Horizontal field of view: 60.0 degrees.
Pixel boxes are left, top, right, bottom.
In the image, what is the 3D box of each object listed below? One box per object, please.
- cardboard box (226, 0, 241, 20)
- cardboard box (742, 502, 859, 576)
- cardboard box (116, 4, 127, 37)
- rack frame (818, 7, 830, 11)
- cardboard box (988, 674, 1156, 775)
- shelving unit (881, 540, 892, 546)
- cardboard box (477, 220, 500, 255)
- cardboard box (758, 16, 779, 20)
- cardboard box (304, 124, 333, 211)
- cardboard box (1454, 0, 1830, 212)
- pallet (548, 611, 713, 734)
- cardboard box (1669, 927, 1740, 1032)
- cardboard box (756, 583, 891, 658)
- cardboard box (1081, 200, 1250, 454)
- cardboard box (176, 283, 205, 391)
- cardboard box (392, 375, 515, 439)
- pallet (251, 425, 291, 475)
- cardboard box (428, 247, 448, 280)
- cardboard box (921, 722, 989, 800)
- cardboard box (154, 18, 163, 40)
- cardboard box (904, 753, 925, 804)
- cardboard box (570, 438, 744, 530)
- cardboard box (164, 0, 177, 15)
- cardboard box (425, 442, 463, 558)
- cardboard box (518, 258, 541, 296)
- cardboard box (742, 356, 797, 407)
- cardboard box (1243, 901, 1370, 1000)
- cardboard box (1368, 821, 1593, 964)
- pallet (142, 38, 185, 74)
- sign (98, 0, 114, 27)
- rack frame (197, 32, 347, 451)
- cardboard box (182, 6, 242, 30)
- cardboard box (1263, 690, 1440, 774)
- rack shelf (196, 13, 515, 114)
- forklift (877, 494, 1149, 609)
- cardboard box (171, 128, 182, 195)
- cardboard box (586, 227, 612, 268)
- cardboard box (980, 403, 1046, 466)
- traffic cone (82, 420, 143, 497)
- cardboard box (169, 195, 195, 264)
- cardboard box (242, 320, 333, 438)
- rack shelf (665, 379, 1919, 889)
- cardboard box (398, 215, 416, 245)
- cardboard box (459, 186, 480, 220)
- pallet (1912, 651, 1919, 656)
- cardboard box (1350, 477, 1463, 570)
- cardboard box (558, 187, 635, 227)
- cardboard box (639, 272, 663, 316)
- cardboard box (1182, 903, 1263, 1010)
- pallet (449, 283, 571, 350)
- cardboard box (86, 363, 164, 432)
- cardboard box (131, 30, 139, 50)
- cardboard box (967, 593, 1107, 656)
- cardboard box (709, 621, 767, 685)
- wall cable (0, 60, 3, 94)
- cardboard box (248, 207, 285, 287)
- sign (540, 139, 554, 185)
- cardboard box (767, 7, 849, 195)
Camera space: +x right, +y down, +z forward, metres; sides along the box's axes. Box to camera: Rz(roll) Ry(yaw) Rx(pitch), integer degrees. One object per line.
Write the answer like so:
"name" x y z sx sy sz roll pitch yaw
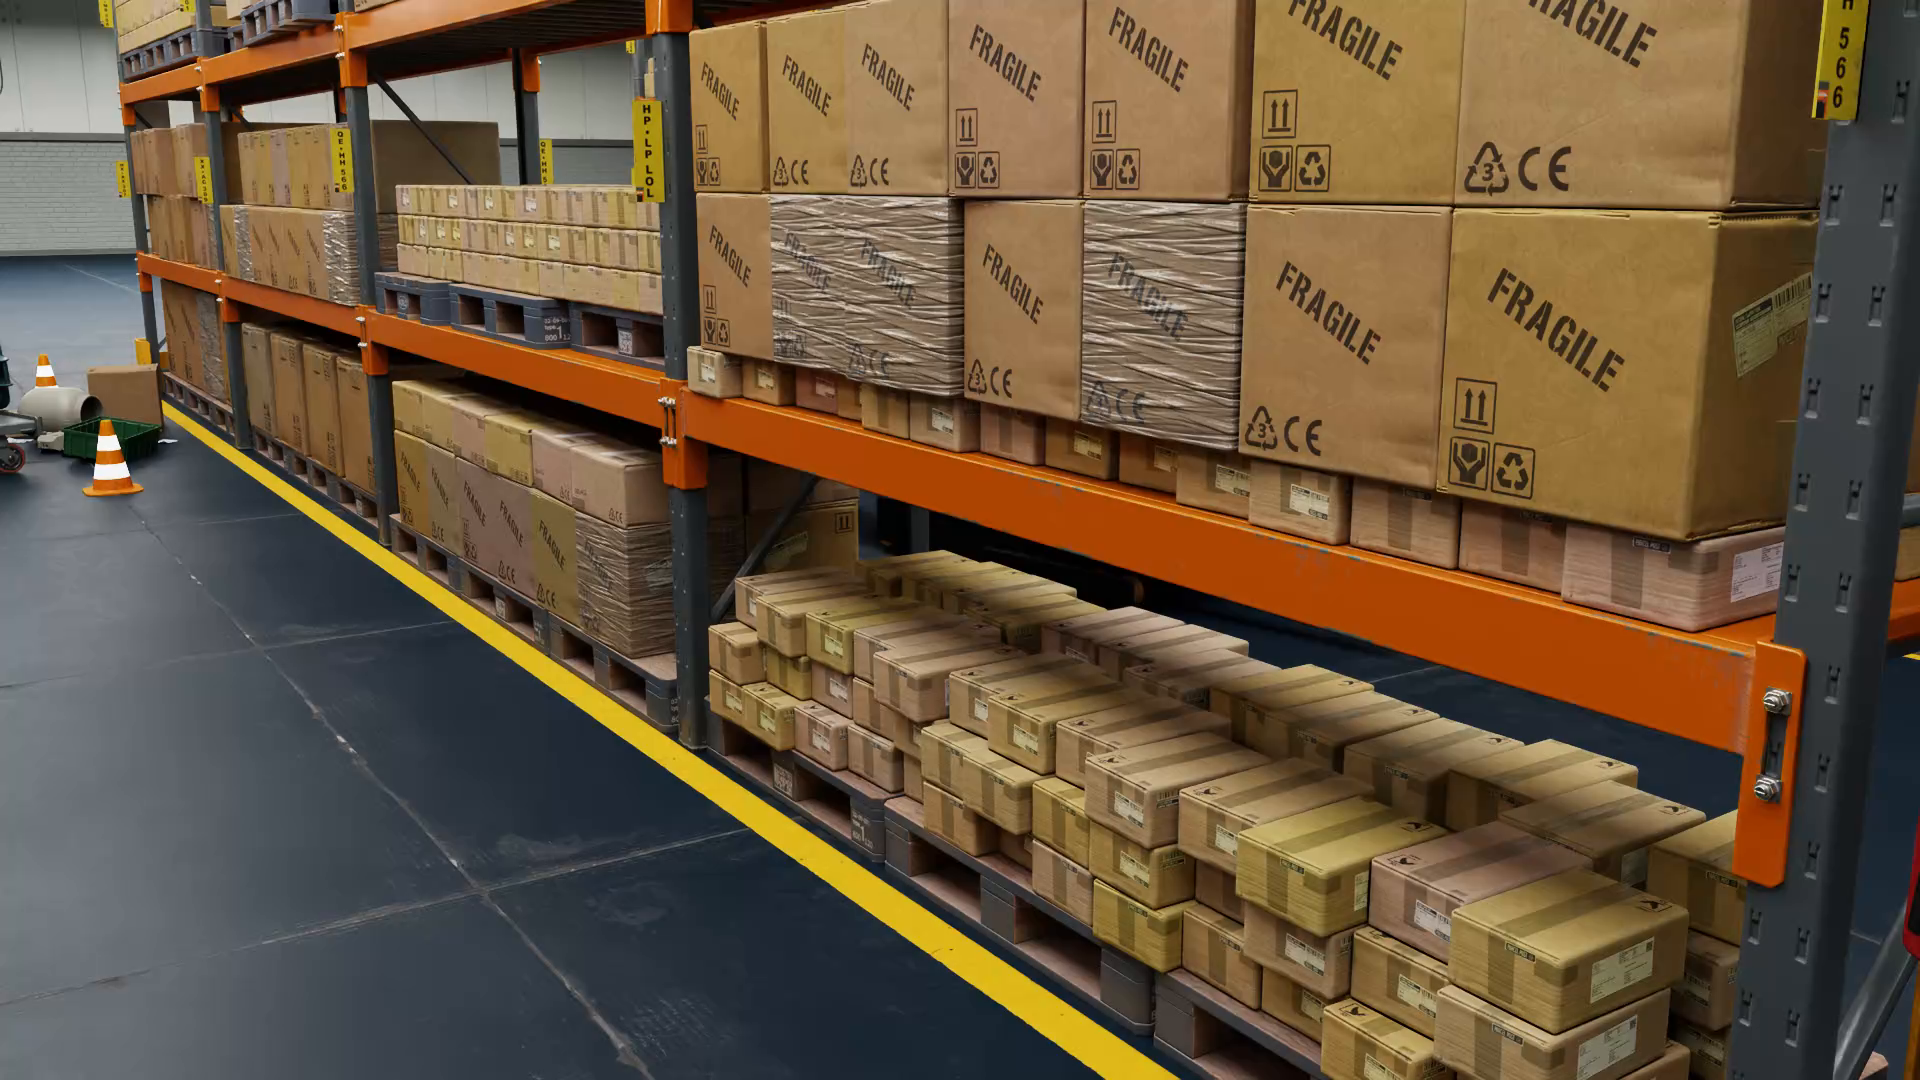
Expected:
"cardboard box" -4.871 -3.718 11.419 0.258 0.266 0.396 -8 15 -34
"cardboard box" -0.754 0.075 6.868 0.500 0.500 0.500 -7 14 -31
"cardboard box" -7.160 -4.588 14.737 0.500 0.250 0.500 -8 15 -33
"rack frame" -0.813 -5.701 14.369 1.000 3.000 0.127 -8 15 -33
"cardboard box" 0.298 0.485 4.420 0.380 0.149 0.250 -8 15 -32
"shelving unit" -0.563 -0.826 9.626 0.587 1.500 1.083 -12 17 -44
"cardboard box" -1.966 -1.379 7.556 0.380 0.149 0.250 -8 15 -33
"cardboard box" -1.959 -5.140 16.723 0.500 0.500 0.500 -8 15 -33
"cardboard box" -3.589 -2.289 10.234 0.700 0.500 0.500 -8 15 -34
"cardboard box" 1.190 -0.802 2.736 0.500 0.500 0.500 -8 15 -34
"pallet" -0.998 0.445 6.831 1.003 0.211 1.213 -8 15 -33
"cardboard box" 1.574 0.851 3.441 0.380 0.149 0.250 -7 14 -30
"cardboard box" -0.444 0.260 5.449 0.380 0.149 0.250 -7 14 -30
"cardboard box" 0.618 -0.492 3.660 0.500 0.500 0.500 -8 15 -33
"cardboard box" -6.294 -1.811 14.612 0.875 0.875 0.875 -8 15 -34
"cardboard box" -2.601 -0.689 8.604 0.500 0.250 0.500 -9 15 -35
"pallet" -4.507 -0.711 12.118 1.003 0.211 1.213 -8 15 -33
"cardboard box" -2.403 -1.373 8.226 0.380 0.149 0.250 -7 14 -30
"cardboard box" 0.116 0.592 4.628 0.380 0.149 0.250 -8 15 -33
"cardboard box" -6.173 -4.051 13.216 0.380 0.149 0.250 -8 15 -33
"cardboard box" 0.058 0.680 4.921 0.380 0.149 0.250 -9 15 -35
"cardboard box" -1.188 -0.232 6.512 0.500 0.250 0.500 -9 15 -34
"cardboard box" -5.764 -4.140 12.688 0.500 0.250 0.500 -8 15 -33
"cardboard box" -2.320 -0.229 8.256 0.500 0.500 0.500 -8 15 -32
"cardboard box" -1.675 -1.140 7.157 0.380 0.149 0.250 -7 14 -30
"cardboard box" -0.476 -0.530 5.351 0.380 0.149 0.250 -8 14 -31
"cardboard box" 0.832 0.823 3.572 0.380 0.149 0.250 -9 15 -35
"cardboard box" 1.055 0.714 3.373 0.380 0.149 0.250 -8 15 -32
"pallet" -6.114 -3.987 13.758 1.003 0.211 1.213 -8 15 -33
"sign" -7.679 -4.779 14.942 0.100 0.325 0.005 -8 15 -33
"rack frame" -4.998 -2.201 12.407 1.000 3.000 0.127 -8 15 -33
"cardboard box" -5.466 -3.825 12.181 0.380 0.149 0.250 -8 15 -33
"cardboard box" 1.006 0.517 4.275 0.380 0.149 0.250 -7 14 -31
"rack shelf" -3.890 -2.960 10.537 1.077 0.370 4.000 -8 15 -33
"forklift" 0.944 -1.225 8.104 1.130 2.935 3.031 -12 17 -44
"cardboard box" -6.060 -3.162 13.919 0.875 0.550 0.500 -8 15 -33
"cardboard box" -1.232 -1.145 6.485 0.380 0.149 0.250 -7 14 -30
"cardboard box" 0.277 -0.296 4.283 0.380 0.149 0.250 -7 14 -31
"traffic cone" -5.512 -0.545 10.770 0.336 0.463 0.334 -8 15 -33
"cardboard box" -6.114 -2.626 13.999 0.875 0.550 0.500 -8 15 -33
"cardboard box" -4.579 -1.208 12.147 1.050 0.750 0.750 -8 15 -33
"rack shelf" 0.543 -0.072 4.351 1.077 0.370 4.000 -8 15 -33
"cardboard box" -2.681 -1.608 8.603 0.380 0.149 0.250 -7 14 -30
"cardboard box" -2.106 -1.571 7.738 0.380 0.149 0.250 -7 14 -30
"pallet" 4.656 0.376 7.148 1.003 0.211 1.213 -8 15 -33
"cardboard box" 0.977 -0.061 3.205 0.380 0.149 0.250 -8 15 -33
"cardboard box" -1.387 -1.341 6.683 0.380 0.149 0.250 -8 15 -33
"cardboard box" -0.950 -0.908 6.099 0.380 0.149 0.250 -8 15 -34
"cardboard box" 0.737 0.918 3.832 0.380 0.149 0.250 -8 15 -32
"pallet" -1.651 -1.049 7.587 1.003 0.211 1.213 -8 15 -33
"cardboard box" -6.712 -1.136 13.381 0.500 0.500 0.500 -5 13 -23
"cardboard box" -6.870 -4.276 14.242 0.380 0.149 0.250 -8 15 -32
"cardboard box" 0.246 0.290 5.311 0.380 0.149 0.250 -8 14 -31
"cardboard box" -0.631 0.366 5.661 0.380 0.149 0.250 -7 14 -30
"wall cable" -25.014 -13.219 40.786 2.305 6.003 0.169 -8 15 -33
"cardboard box" -4.375 -1.946 11.005 0.500 0.500 0.500 -8 15 -33
"sign" -2.335 -2.083 9.340 0.100 0.325 0.005 -8 15 -33
"cardboard box" -0.218 -1.262 4.840 0.500 0.500 0.500 -9 15 -34
